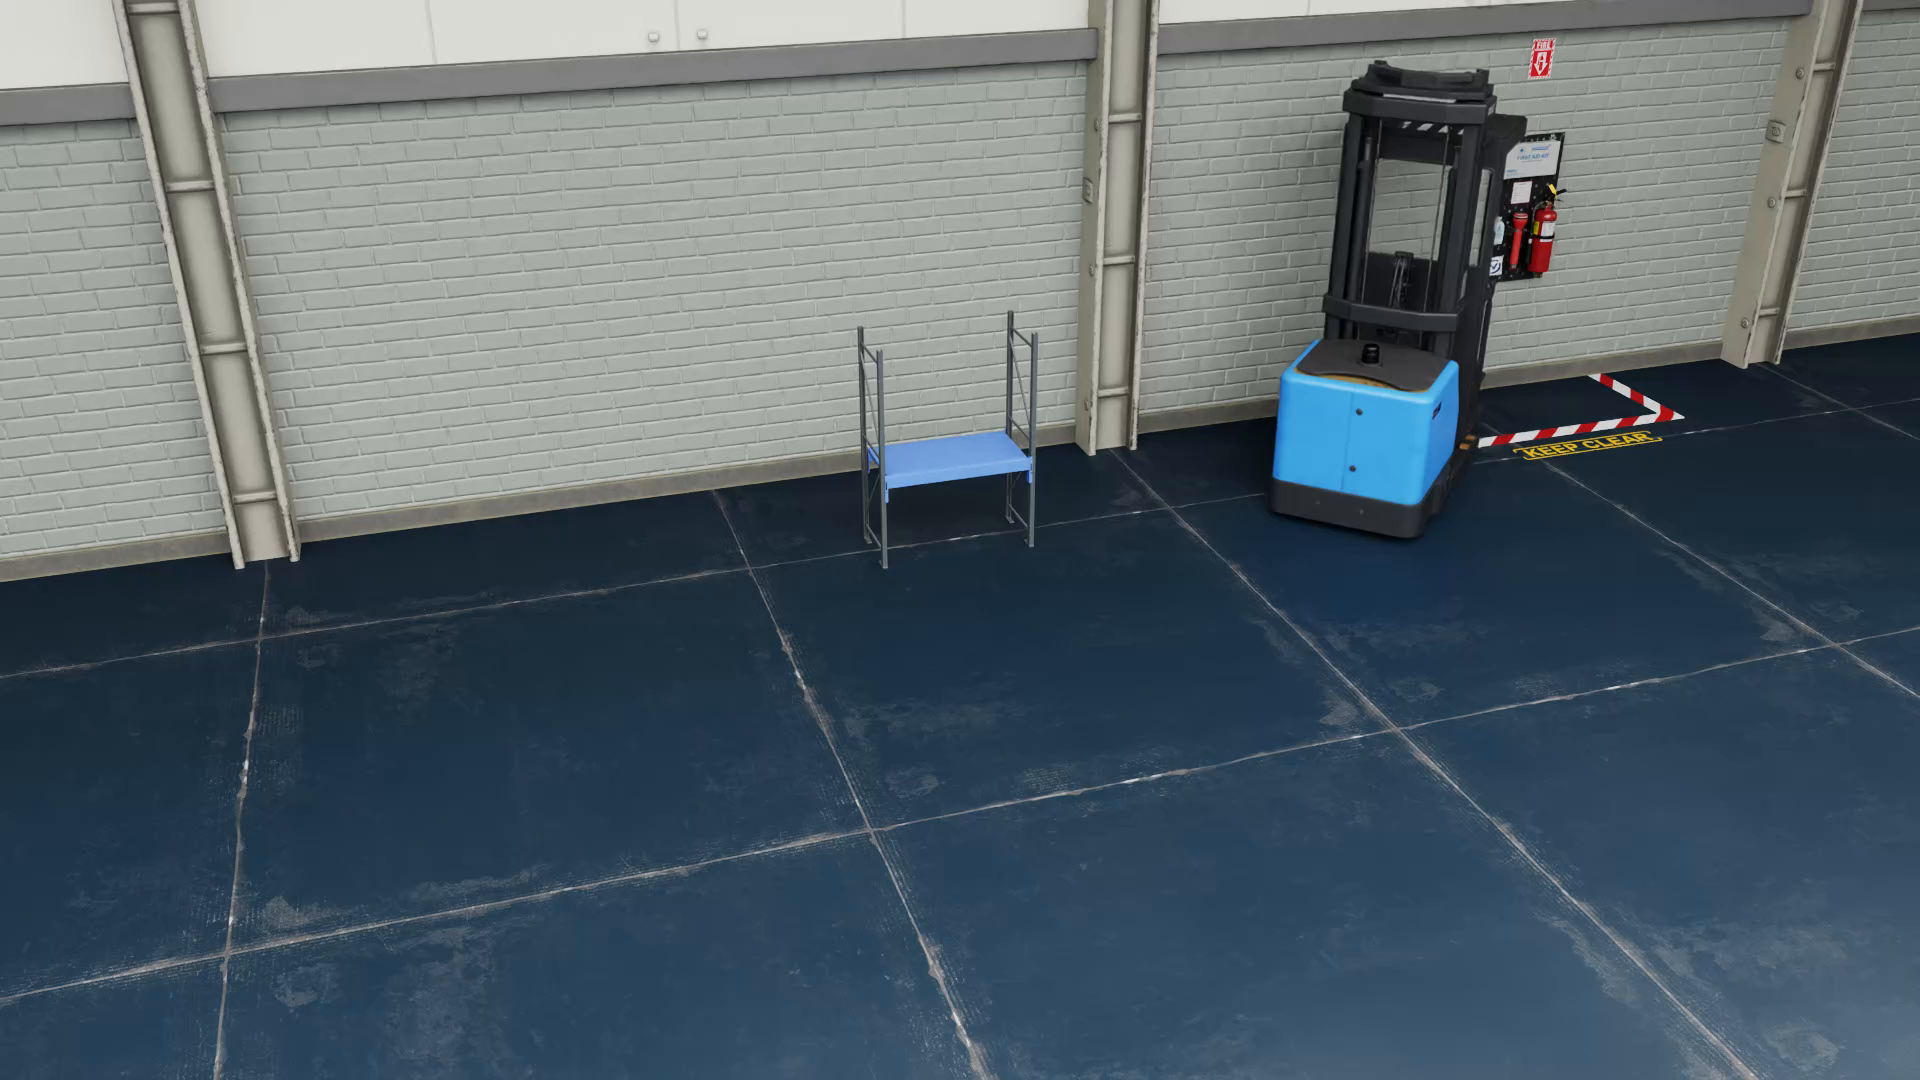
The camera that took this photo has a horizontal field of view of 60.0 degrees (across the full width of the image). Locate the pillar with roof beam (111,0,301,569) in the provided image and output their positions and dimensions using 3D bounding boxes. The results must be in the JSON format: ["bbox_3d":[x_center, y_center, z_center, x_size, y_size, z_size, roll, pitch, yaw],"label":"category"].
[{"bbox_3d":[-3.261,-2.113,5.380,0.400,9.000,9.100,-8,28,-16],"label":"pillar with roof beam"}]

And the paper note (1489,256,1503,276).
[{"bbox_3d":[4.265,-2.184,13.261,0.142,0.148,0.016,-8,28,-16],"label":"paper note"}]

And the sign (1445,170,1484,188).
[{"bbox_3d":[3.904,-2.792,12.858,0.331,0.109,0.001,-8,28,-16],"label":"sign"}]

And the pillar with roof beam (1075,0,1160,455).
[{"bbox_3d":[2.444,-2.939,7.044,0.400,9.000,9.100,-8,28,-16],"label":"pillar with roof beam"}]

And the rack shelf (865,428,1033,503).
[{"bbox_3d":[-0.081,-0.499,10.967,1.000,0.185,0.538,-8,28,-16],"label":"rack shelf"}]

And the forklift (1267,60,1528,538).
[{"bbox_3d":[3.260,-1.948,11.872,1.130,2.935,3.031,13,29,24],"label":"forklift"}]

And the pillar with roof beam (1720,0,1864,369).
[{"bbox_3d":[8.149,-3.765,8.708,0.400,9.000,9.100,-8,28,-16],"label":"pillar with roof beam"}]

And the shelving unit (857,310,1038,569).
[{"bbox_3d":[-0.081,-0.660,10.887,1.048,1.500,0.538,-8,28,-16],"label":"shelving unit"}]

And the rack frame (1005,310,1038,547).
[{"bbox_3d":[0.402,-0.730,11.028,0.032,1.500,0.500,-8,28,-16],"label":"rack frame"}]

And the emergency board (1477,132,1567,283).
[{"bbox_3d":[4.454,-2.574,13.056,0.643,1.169,0.194,-8,28,-16],"label":"emergency board"}]

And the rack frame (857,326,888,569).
[{"bbox_3d":[-0.564,-0.590,10.746,0.032,1.500,0.500,-8,28,-16],"label":"rack frame"}]

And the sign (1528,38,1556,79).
[{"bbox_3d":[4.416,-3.653,12.623,0.199,0.298,0.001,-8,28,-16],"label":"sign"}]
